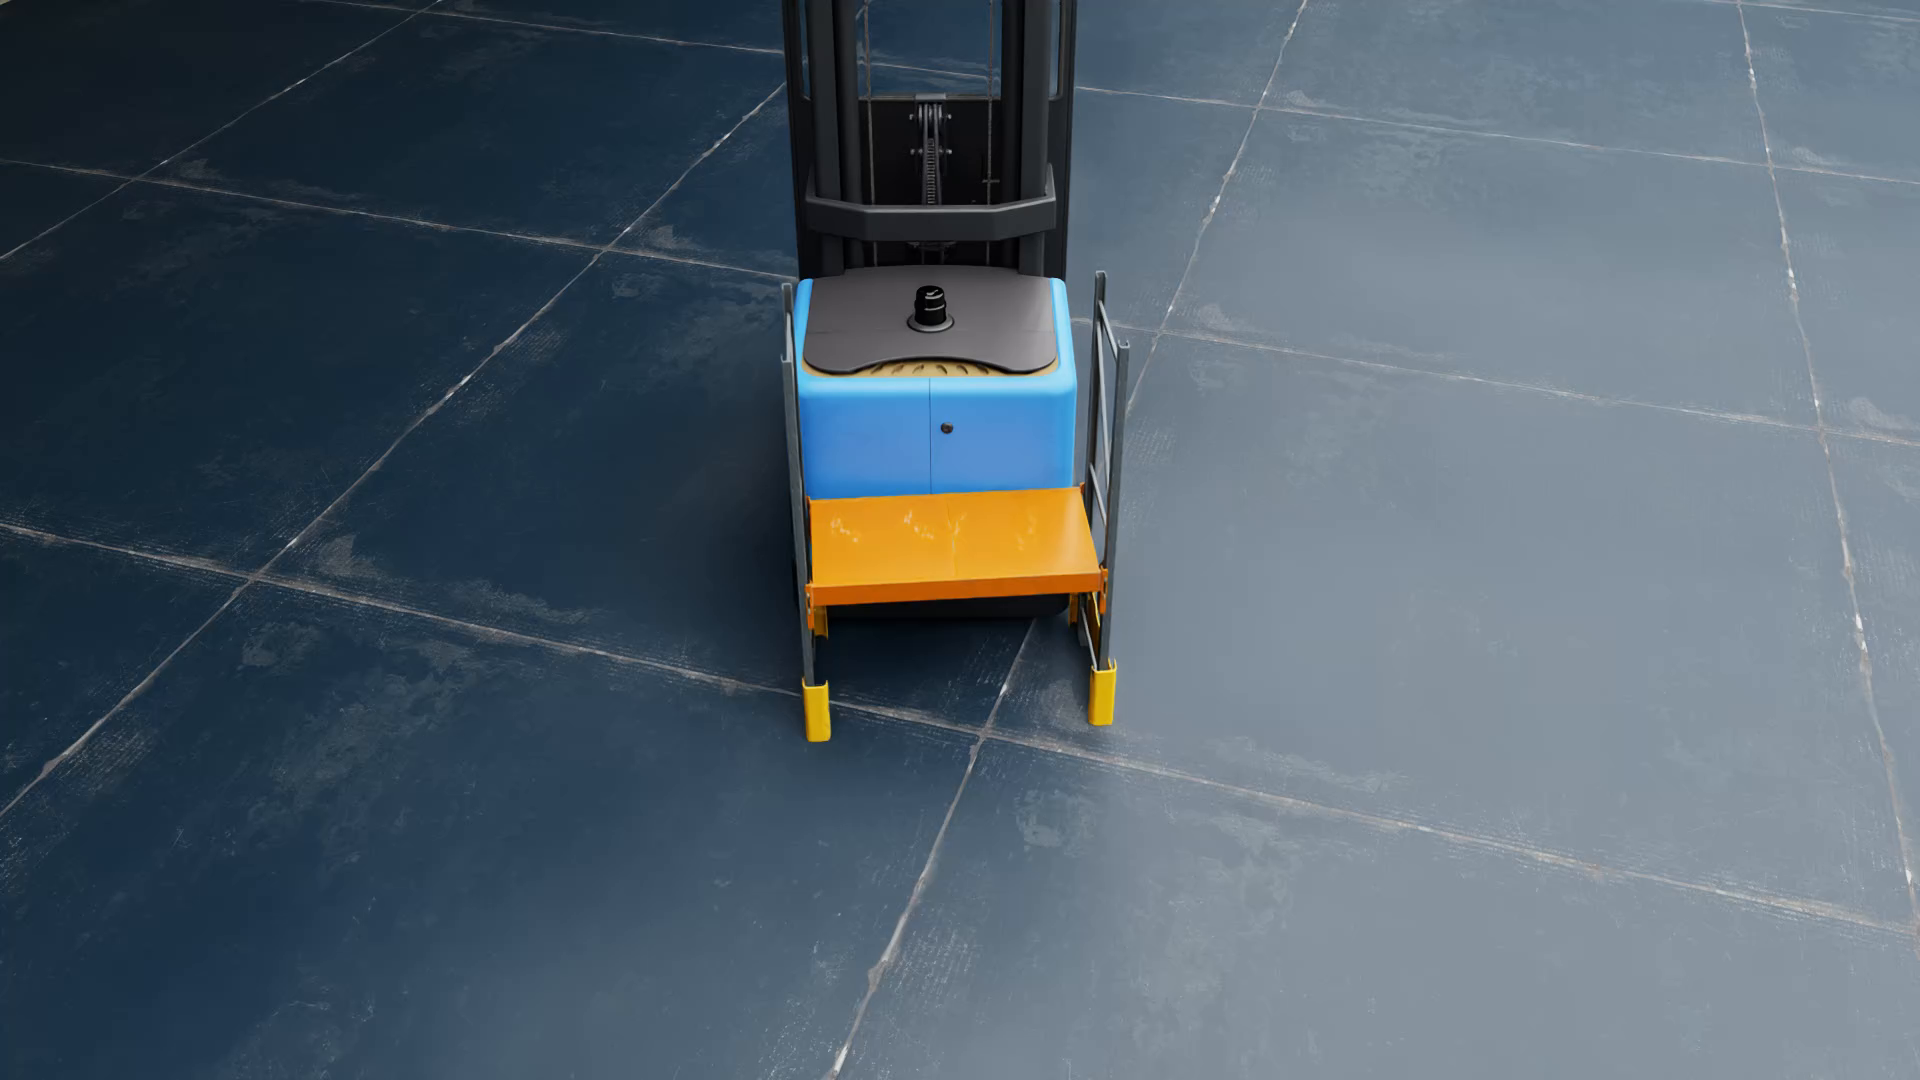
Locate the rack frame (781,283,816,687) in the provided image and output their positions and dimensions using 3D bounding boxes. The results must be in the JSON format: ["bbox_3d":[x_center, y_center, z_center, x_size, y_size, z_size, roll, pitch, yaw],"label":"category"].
[{"bbox_3d":[-0.536,-0.073,5.583,0.032,1.500,0.500,-3,36,-4],"label":"rack frame"}]

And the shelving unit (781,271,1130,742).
[{"bbox_3d":[-0.021,-0.098,5.618,1.083,1.500,0.587,-3,36,-4],"label":"shelving unit"}]

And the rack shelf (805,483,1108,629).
[{"bbox_3d":[-0.030,0.047,5.724,1.000,0.185,0.538,-3,36,-4],"label":"rack shelf"}]

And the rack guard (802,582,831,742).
[{"bbox_3d":[-0.517,0.430,5.955,0.087,0.250,0.587,-3,36,-4],"label":"rack guard"}]

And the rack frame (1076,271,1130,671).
[{"bbox_3d":[0.477,-0.123,5.651,0.032,1.500,0.500,-3,36,-4],"label":"rack frame"}]

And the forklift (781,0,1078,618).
[{"bbox_3d":[-0.113,-1.730,6.628,1.130,2.935,3.031,0,36,0],"label":"forklift"}]

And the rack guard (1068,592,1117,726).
[{"bbox_3d":[0.476,0.381,6.022,0.087,0.250,0.587,-3,36,-4],"label":"rack guard"}]
